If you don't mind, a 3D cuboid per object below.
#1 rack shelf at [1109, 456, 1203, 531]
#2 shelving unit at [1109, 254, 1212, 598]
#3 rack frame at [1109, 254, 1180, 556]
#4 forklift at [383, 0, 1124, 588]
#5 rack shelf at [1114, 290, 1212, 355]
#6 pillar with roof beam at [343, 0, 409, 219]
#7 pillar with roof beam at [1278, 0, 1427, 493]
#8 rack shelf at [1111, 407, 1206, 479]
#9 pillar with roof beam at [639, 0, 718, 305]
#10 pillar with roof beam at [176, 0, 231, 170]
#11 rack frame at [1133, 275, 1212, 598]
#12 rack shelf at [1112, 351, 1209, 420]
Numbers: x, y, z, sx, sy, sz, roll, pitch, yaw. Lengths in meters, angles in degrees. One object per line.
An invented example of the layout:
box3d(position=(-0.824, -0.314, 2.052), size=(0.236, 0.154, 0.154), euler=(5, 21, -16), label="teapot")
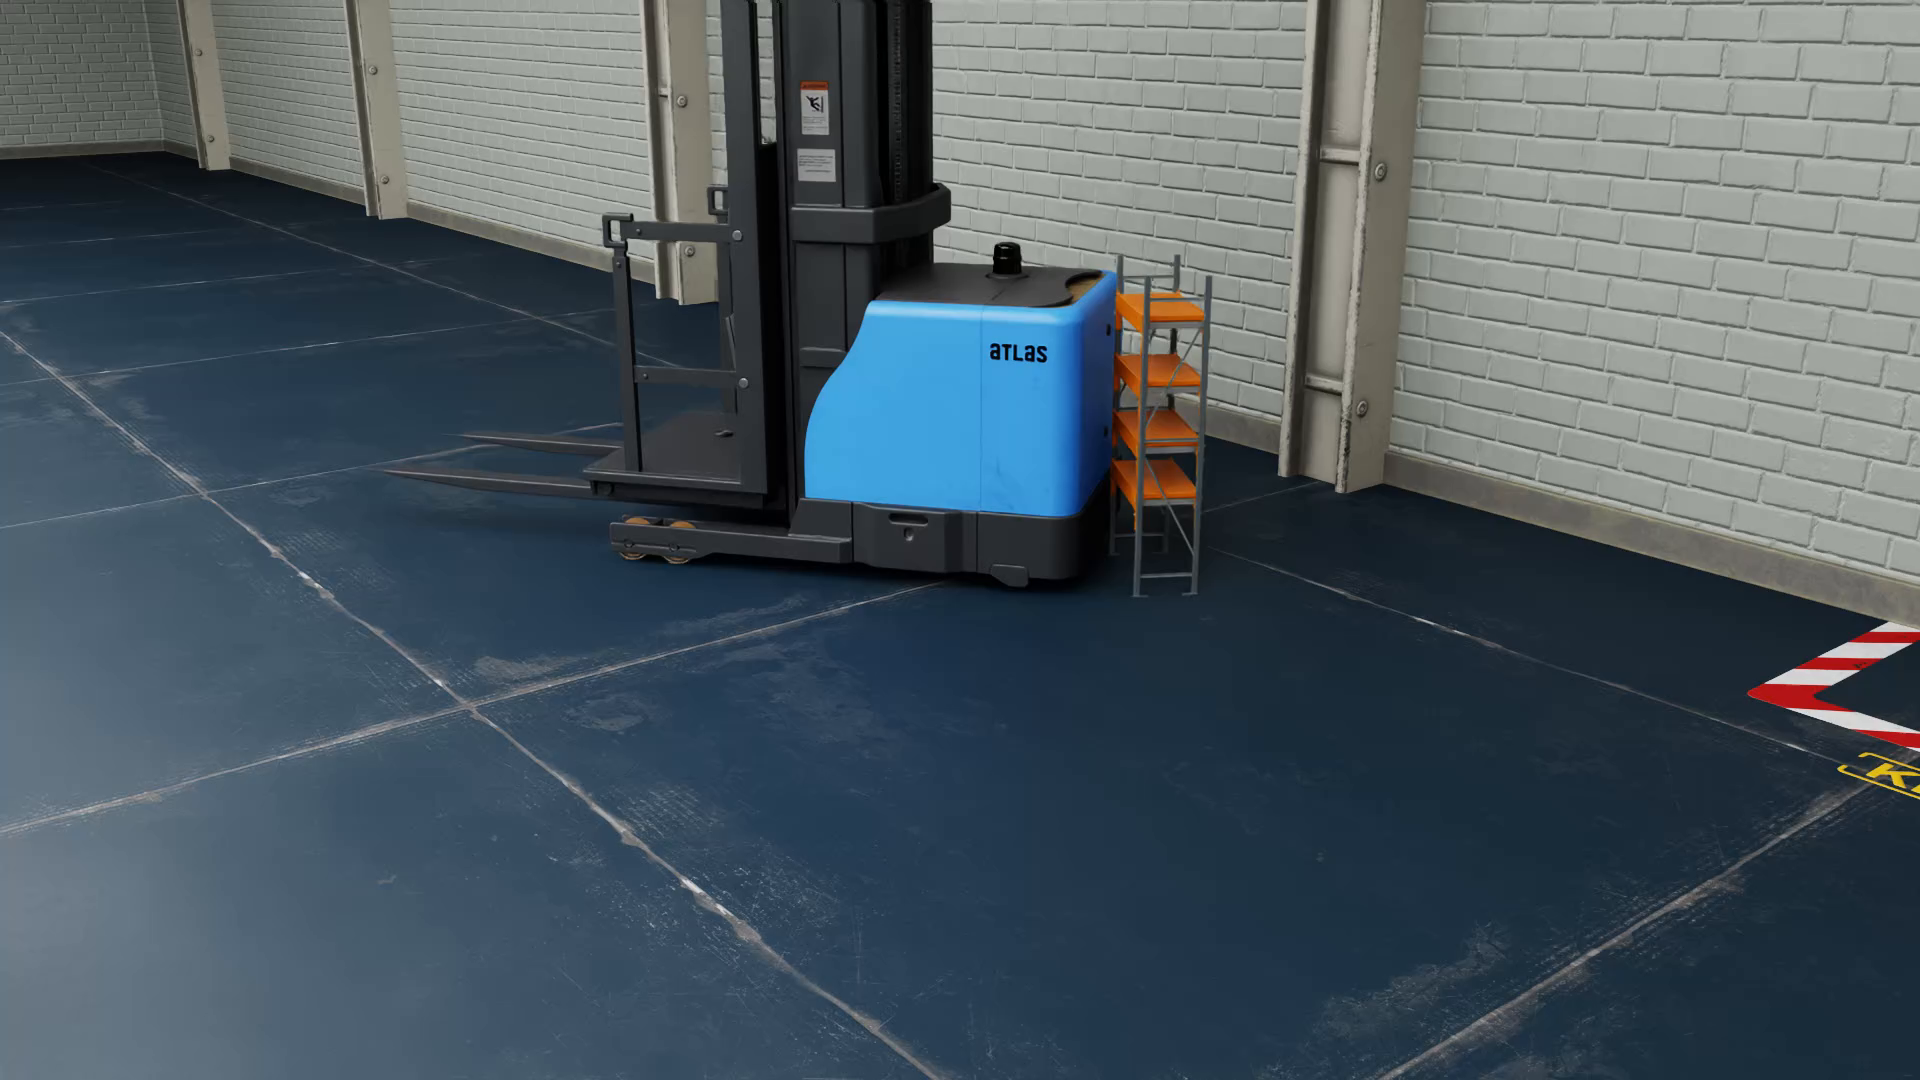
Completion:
box3d(position=(0.743, -0.183, 6.351), size=(0.258, 0.148, 0.480), euler=(-2, 18, -6), label="rack shelf")
box3d(position=(0.743, -0.435, 6.268), size=(0.258, 1.200, 0.503), euler=(-2, 18, -6), label="shelving unit")
box3d(position=(0.717, -0.511, 6.498), size=(0.240, 1.200, 0.015), euler=(-2, 18, -6), label="rack frame")
box3d(position=(-0.896, -1.450, 6.577), size=(3.031, 2.935, 1.130), euler=(5, 19, 14), label="forklift")
box3d(position=(0.743, -0.808, 6.144), size=(0.258, 0.148, 0.480), euler=(-2, 18, -6), label="rack shelf")
box3d(position=(-9.098, -6.676, 12.709), size=(9.100, 9.000, 0.400), euler=(-14, 23, -36), label="pillar with roof beam")
box3d(position=(-1.647, -3.719, 3.779), size=(9.100, 9.000, 0.400), euler=(-14, 23, -36), label="pillar with roof beam")
box3d(position=(0.743, -0.371, 6.289), size=(0.258, 0.148, 0.480), euler=(-2, 18, -6), label="rack shelf")
box3d(position=(-5.373, -5.198, 8.244), size=(9.100, 9.000, 0.400), euler=(-14, 23, -36), label="pillar with roof beam")
box3d(position=(-12.823, -8.155, 17.173), size=(9.100, 9.000, 0.400), euler=(-14, 23, -36), label="pillar with roof beam")
box3d(position=(0.769, -0.359, 6.038), size=(0.240, 1.200, 0.015), euler=(-2, 18, -6), label="rack frame")
box3d(position=(0.743, -0.584, 6.219), size=(0.258, 0.148, 0.480), euler=(-2, 18, -6), label="rack shelf")
